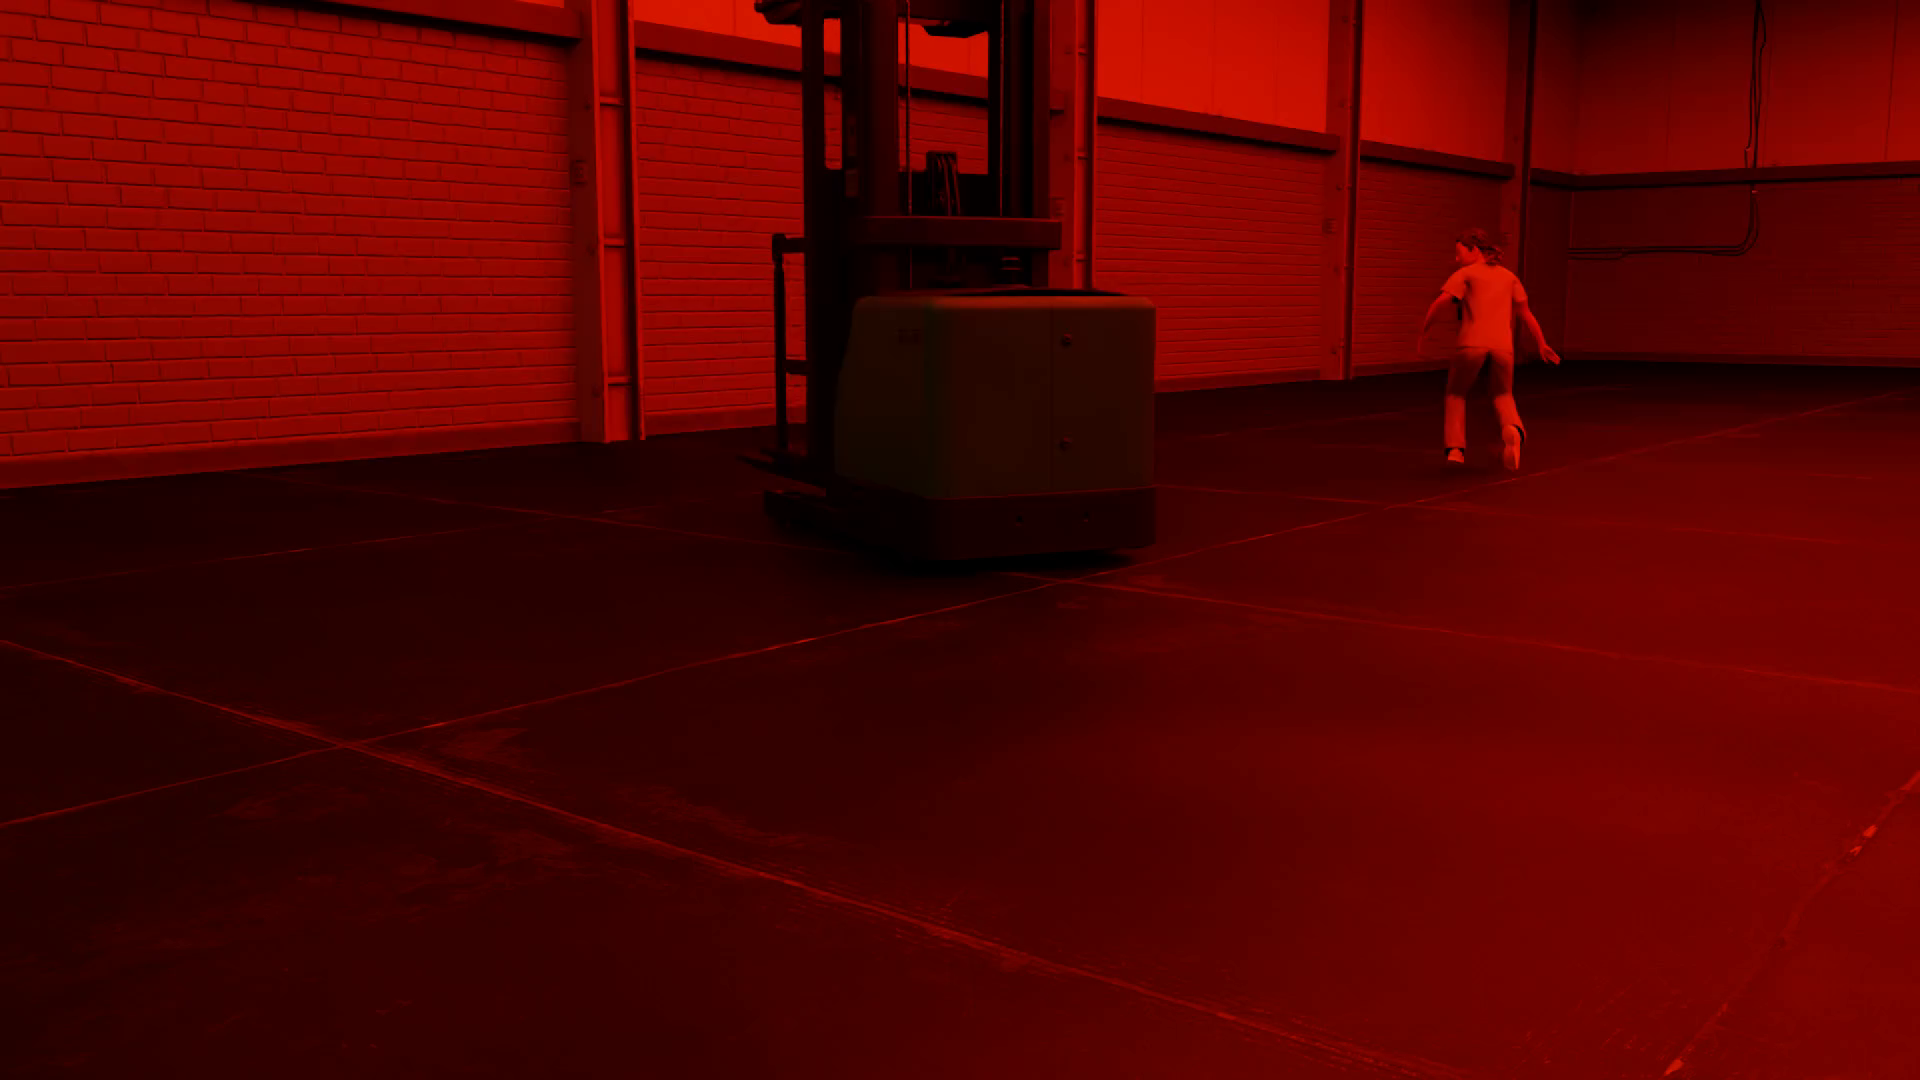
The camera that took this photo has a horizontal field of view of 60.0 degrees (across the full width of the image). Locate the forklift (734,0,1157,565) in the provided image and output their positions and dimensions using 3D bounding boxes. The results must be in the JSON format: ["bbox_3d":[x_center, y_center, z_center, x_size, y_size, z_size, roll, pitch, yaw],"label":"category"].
[{"bbox_3d":[-0.285,-1.525,7.706,1.130,2.935,3.031,-4,9,-25],"label":"forklift"}]

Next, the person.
[{"bbox_3d":[3.315,-1.193,10.409,0.847,1.504,0.526,0,8,-2],"label":"person"}]
